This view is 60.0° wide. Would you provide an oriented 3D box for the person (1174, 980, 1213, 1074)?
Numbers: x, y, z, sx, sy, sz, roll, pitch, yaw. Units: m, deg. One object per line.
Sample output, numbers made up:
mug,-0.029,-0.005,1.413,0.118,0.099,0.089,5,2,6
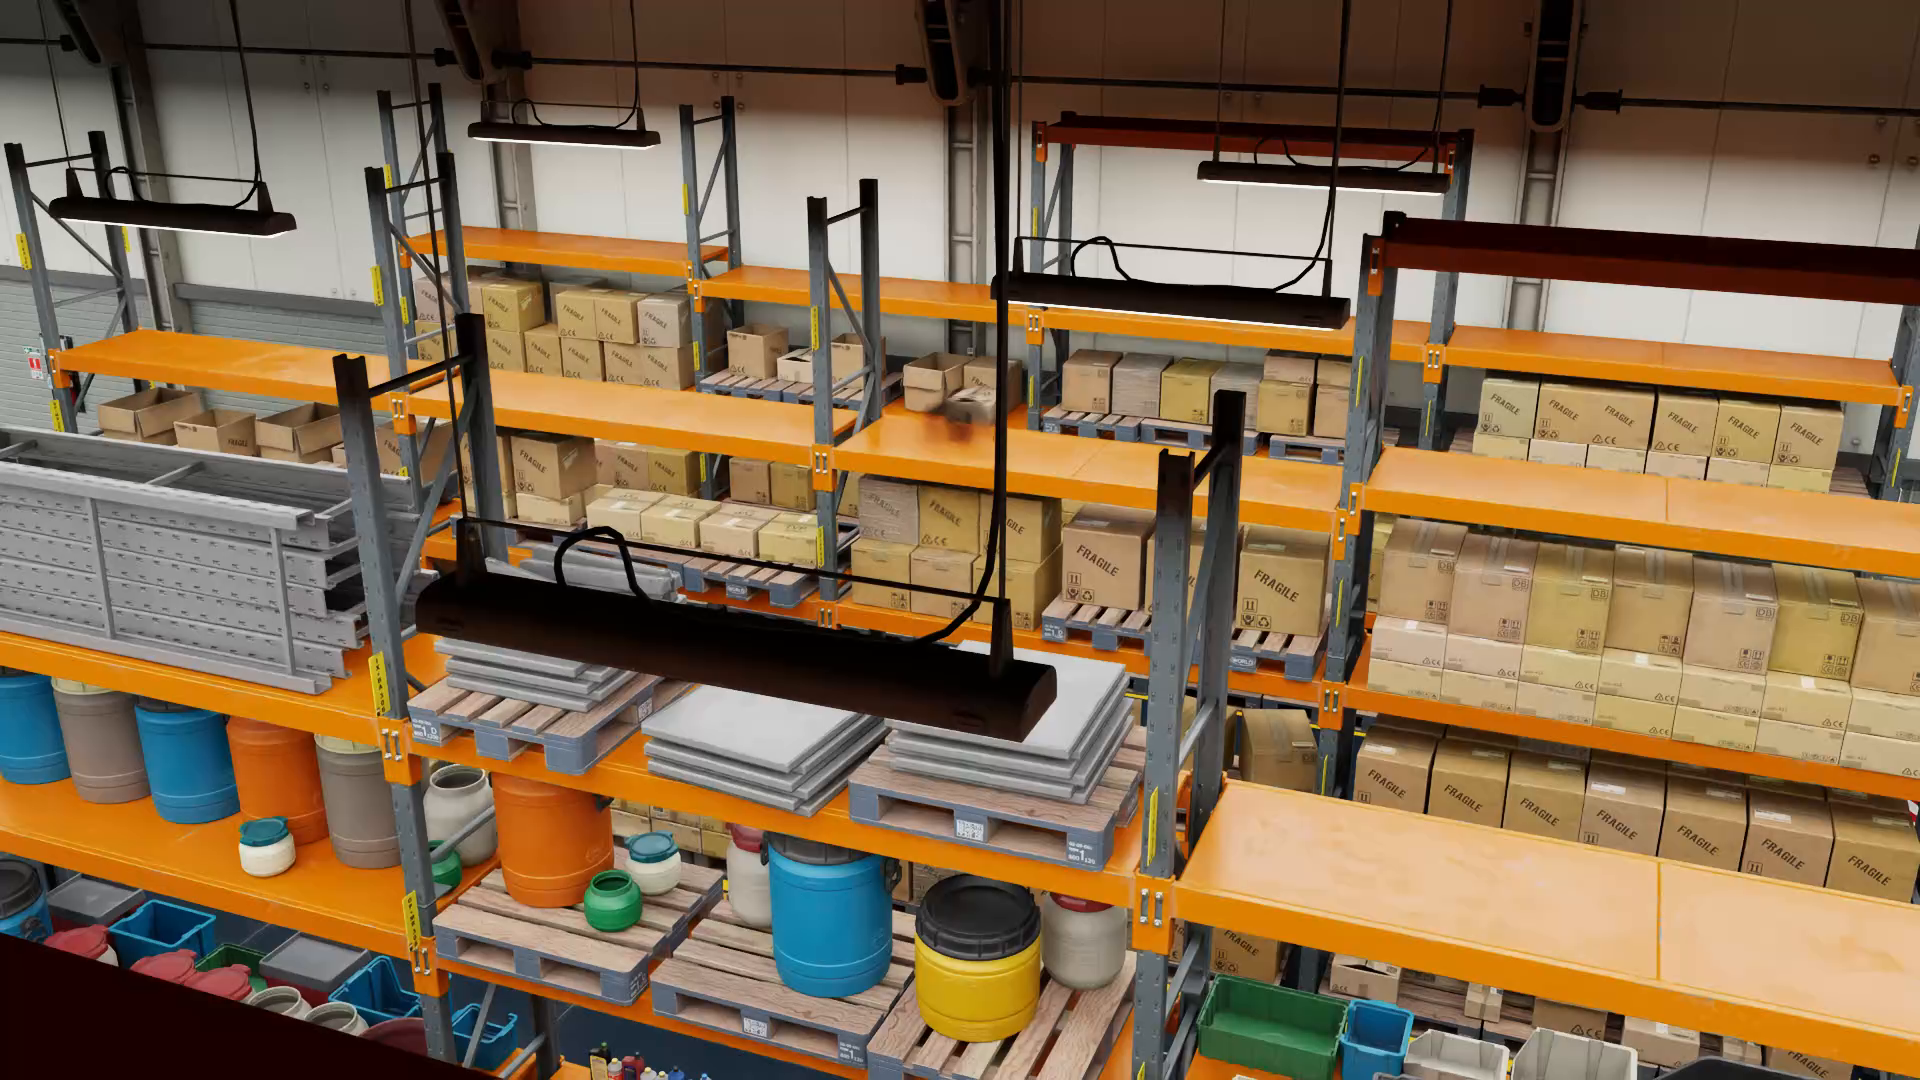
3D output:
person,1.661,3.611,10.687,0.746,1.694,0.567,10,23,25
